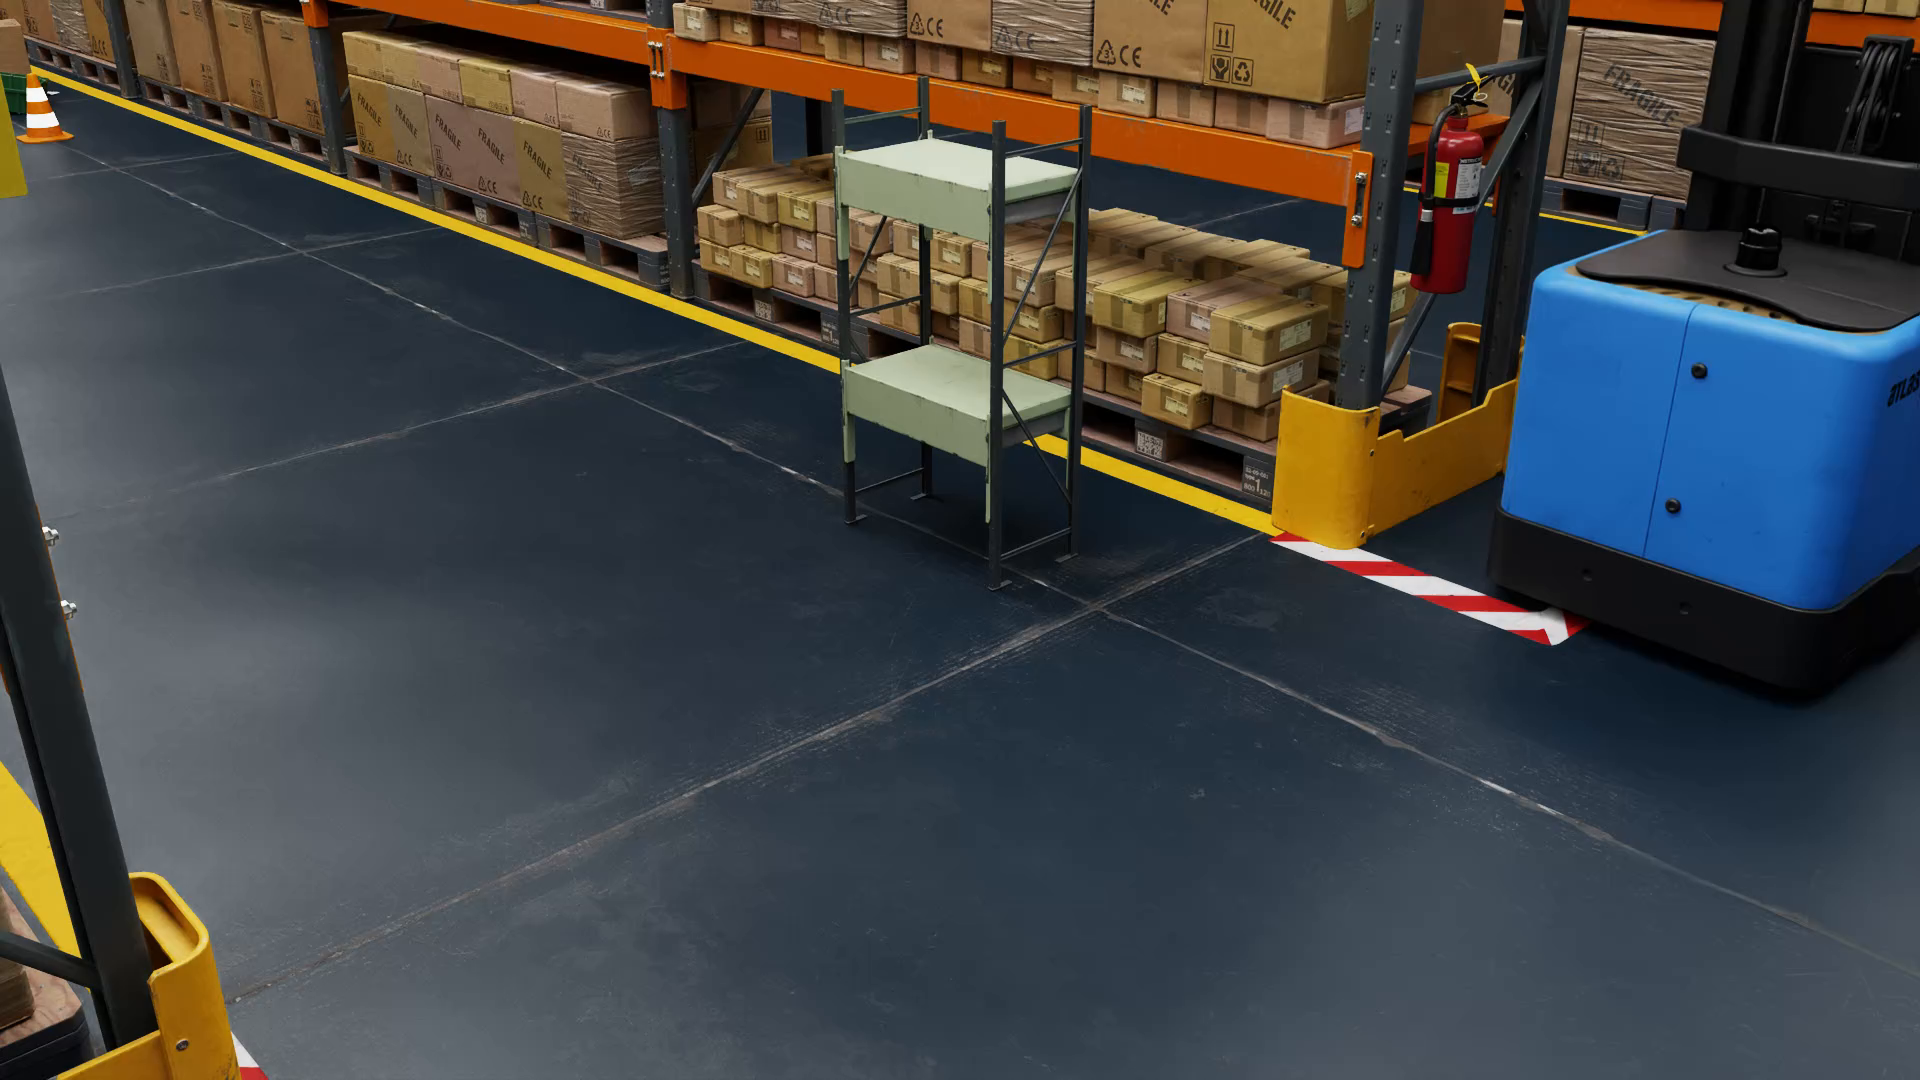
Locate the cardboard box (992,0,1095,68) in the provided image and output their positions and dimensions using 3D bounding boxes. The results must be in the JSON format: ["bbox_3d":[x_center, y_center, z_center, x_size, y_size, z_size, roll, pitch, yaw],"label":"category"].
[{"bbox_3d":[0.471,-2.066,6.187,0.500,0.500,0.500,-21,32,-38],"label":"cardboard box"}]

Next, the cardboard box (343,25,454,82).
[{"bbox_3d":[-3.506,-3.055,10.435,0.500,0.250,0.500,22,32,39],"label":"cardboard box"}]

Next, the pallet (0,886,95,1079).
[{"bbox_3d":[-2.480,0.969,3.371,1.003,0.211,1.213,-21,32,-38],"label":"pallet"}]

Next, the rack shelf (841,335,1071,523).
[{"bbox_3d":[-0.005,-0.388,5.578,0.431,0.370,0.720,-21,32,-38],"label":"rack shelf"}]

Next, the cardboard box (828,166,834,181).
[{"bbox_3d":[-0.430,-1.790,8.273,0.380,0.149,0.250,-21,32,-38],"label":"cardboard box"}]

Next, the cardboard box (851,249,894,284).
[{"bbox_3d":[-0.268,-1.267,7.484,0.380,0.149,0.250,-19,31,-36],"label":"cardboard box"}]

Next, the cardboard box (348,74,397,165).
[{"bbox_3d":[-3.503,-2.705,10.571,0.500,0.500,0.500,22,33,40],"label":"cardboard box"}]

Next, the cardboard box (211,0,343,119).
[{"bbox_3d":[-4.751,-3.579,12.186,1.050,0.750,0.750,-21,32,-38],"label":"cardboard box"}]

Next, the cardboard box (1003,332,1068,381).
[{"bbox_3d":[0.390,-0.793,6.802,0.250,0.149,0.380,22,33,39],"label":"cardboard box"}]

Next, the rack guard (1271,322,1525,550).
[{"bbox_3d":[1.616,-0.400,6.024,1.175,0.500,0.348,-21,32,-38],"label":"rack guard"}]

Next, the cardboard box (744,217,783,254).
[{"bbox_3d":[-0.814,-1.503,8.002,0.380,0.149,0.250,-21,32,-38],"label":"cardboard box"}]

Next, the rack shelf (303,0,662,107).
[{"bbox_3d":[-2.433,-3.005,9.589,1.077,0.370,4.000,-21,32,-38],"label":"rack shelf"}]

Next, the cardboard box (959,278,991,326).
[{"bbox_3d":[0.217,-1.015,6.932,0.380,0.149,0.250,-19,31,-36],"label":"cardboard box"}]

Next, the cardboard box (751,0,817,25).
[{"bbox_3d":[-0.568,-2.537,7.219,0.500,0.500,0.500,-21,32,-38],"label":"cardboard box"}]

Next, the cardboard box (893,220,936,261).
[{"bbox_3d":[-0.073,-1.333,7.269,0.250,0.149,0.380,22,33,40],"label":"cardboard box"}]

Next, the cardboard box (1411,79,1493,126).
[{"bbox_3d":[1.685,-1.591,5.926,0.380,0.149,0.250,-22,32,-39],"label":"cardboard box"}]

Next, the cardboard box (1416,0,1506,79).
[{"bbox_3d":[1.562,-1.909,5.842,0.500,0.500,0.500,-19,31,-36],"label":"cardboard box"}]

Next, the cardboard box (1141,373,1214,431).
[{"bbox_3d":[0.906,-0.558,6.287,0.380,0.149,0.250,-20,31,-37],"label":"cardboard box"}]

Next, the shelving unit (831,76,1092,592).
[{"bbox_3d":[-0.005,-0.684,5.443,0.431,1.500,0.755,-21,32,-38],"label":"shelving unit"}]

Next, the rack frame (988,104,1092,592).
[{"bbox_3d":[0.246,-0.573,5.200,0.400,1.500,0.023,-21,32,-38],"label":"rack frame"}]

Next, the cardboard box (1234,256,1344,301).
[{"bbox_3d":[1.281,-0.983,6.503,0.380,0.149,0.250,-21,32,-38],"label":"cardboard box"}]

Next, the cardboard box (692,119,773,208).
[{"bbox_3d":[-1.378,-2.079,9.199,0.500,0.500,0.500,-20,31,-37],"label":"cardboard box"}]

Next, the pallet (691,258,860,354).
[{"bbox_3d":[-0.582,-1.264,8.266,1.003,0.211,1.213,-21,32,-38],"label":"pallet"}]

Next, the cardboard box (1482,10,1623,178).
[{"bbox_3d":[3.631,-2.831,10.396,0.875,0.875,0.875,-21,32,-38],"label":"cardboard box"}]

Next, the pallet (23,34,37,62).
[{"bbox_3d":[-8.665,-4.873,16.177,1.003,0.211,1.213,-21,32,-38],"label":"pallet"}]

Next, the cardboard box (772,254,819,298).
[{"bbox_3d":[-0.662,-1.277,7.865,0.380,0.149,0.250,-21,32,-39],"label":"cardboard box"}]

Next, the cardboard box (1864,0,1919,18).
[{"bbox_3d":[4.873,-2.791,8.556,0.380,0.149,0.250,-20,32,-38],"label":"cardboard box"}]

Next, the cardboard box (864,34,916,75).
[{"bbox_3d":[-0.176,-2.048,6.927,0.380,0.149,0.250,-20,31,-36],"label":"cardboard box"}]

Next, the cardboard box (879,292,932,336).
[{"bbox_3d":[-0.136,-1.037,7.338,0.380,0.149,0.250,-22,33,-40],"label":"cardboard box"}]

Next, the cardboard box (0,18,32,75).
[{"bbox_3d":[-8.344,-4.193,14.335,0.500,0.500,0.500,-15,29,-30],"label":"cardboard box"}]

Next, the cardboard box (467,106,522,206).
[{"bbox_3d":[-2.454,-2.245,9.562,0.500,0.500,0.500,-22,33,-40],"label":"cardboard box"}]

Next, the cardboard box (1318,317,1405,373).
[{"bbox_3d":[1.497,-0.775,6.405,0.380,0.149,0.250,-20,31,-36],"label":"cardboard box"}]

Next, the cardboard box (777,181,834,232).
[{"bbox_3d":[-0.628,-1.565,7.778,0.380,0.149,0.250,-22,32,-39],"label":"cardboard box"}]

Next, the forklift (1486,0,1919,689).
[{"bbox_3d":[3.113,-1.417,5.325,3.031,2.935,1.130,-21,32,-38],"label":"forklift"}]

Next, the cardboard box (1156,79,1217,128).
[{"bbox_3d":[0.913,-1.576,5.893,0.380,0.149,0.250,-22,32,-39],"label":"cardboard box"}]

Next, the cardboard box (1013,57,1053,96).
[{"bbox_3d":[0.422,-1.834,6.458,0.250,0.149,0.380,22,33,40],"label":"cardboard box"}]

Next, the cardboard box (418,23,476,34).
[{"bbox_3d":[-3.142,-3.200,10.752,0.500,0.250,0.500,-22,33,-40],"label":"cardboard box"}]

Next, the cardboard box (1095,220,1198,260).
[{"bbox_3d":[0.790,-1.234,7.054,0.380,0.149,0.250,-20,31,-37],"label":"cardboard box"}]

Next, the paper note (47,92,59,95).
[{"bbox_3d":[-7.655,-3.746,13.924,0.142,0.020,0.147,3,25,6],"label":"paper note"}]

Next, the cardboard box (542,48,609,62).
[{"bbox_3d":[-2.090,-2.736,9.736,0.500,0.250,0.500,-20,31,-37],"label":"cardboard box"}]

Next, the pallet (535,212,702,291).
[{"bbox_3d":[-1.600,-1.693,9.206,1.003,0.211,1.213,-21,32,-38],"label":"pallet"}]

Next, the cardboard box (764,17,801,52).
[{"bbox_3d":[-0.660,-2.310,7.502,0.250,0.149,0.380,22,33,39],"label":"cardboard box"}]

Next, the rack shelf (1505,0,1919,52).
[{"bbox_3d":[3.990,-3.169,9.949,1.077,0.370,4.000,-21,32,-38],"label":"rack shelf"}]

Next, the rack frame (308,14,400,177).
[{"bbox_3d":[-3.800,-3.938,10.768,1.000,3.000,0.127,-21,32,-38],"label":"rack frame"}]

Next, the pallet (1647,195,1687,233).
[{"bbox_3d":[4.754,-1.842,9.533,1.003,0.211,1.213,-21,32,-38],"label":"pallet"}]

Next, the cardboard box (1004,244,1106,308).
[{"bbox_3d":[0.366,-1.064,6.681,0.380,0.149,0.250,-20,31,-37],"label":"cardboard box"}]

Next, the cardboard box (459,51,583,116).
[{"bbox_3d":[-2.473,-2.590,9.417,0.500,0.250,0.500,22,33,39],"label":"cardboard box"}]

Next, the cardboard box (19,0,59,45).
[{"bbox_3d":[-8.154,-5.133,15.442,0.875,0.875,0.875,-22,32,-39],"label":"cardboard box"}]

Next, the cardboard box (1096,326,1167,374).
[{"bbox_3d":[0.742,-0.779,6.415,0.250,0.149,0.380,22,33,40],"label":"cardboard box"}]

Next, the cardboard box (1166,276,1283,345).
[{"bbox_3d":[0.991,-0.860,6.232,0.380,0.149,0.250,-20,32,-37],"label":"cardboard box"}]

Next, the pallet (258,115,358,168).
[{"bbox_3d":[-4.284,-2.929,11.917,1.003,0.211,1.213,-21,32,-38],"label":"pallet"}]
